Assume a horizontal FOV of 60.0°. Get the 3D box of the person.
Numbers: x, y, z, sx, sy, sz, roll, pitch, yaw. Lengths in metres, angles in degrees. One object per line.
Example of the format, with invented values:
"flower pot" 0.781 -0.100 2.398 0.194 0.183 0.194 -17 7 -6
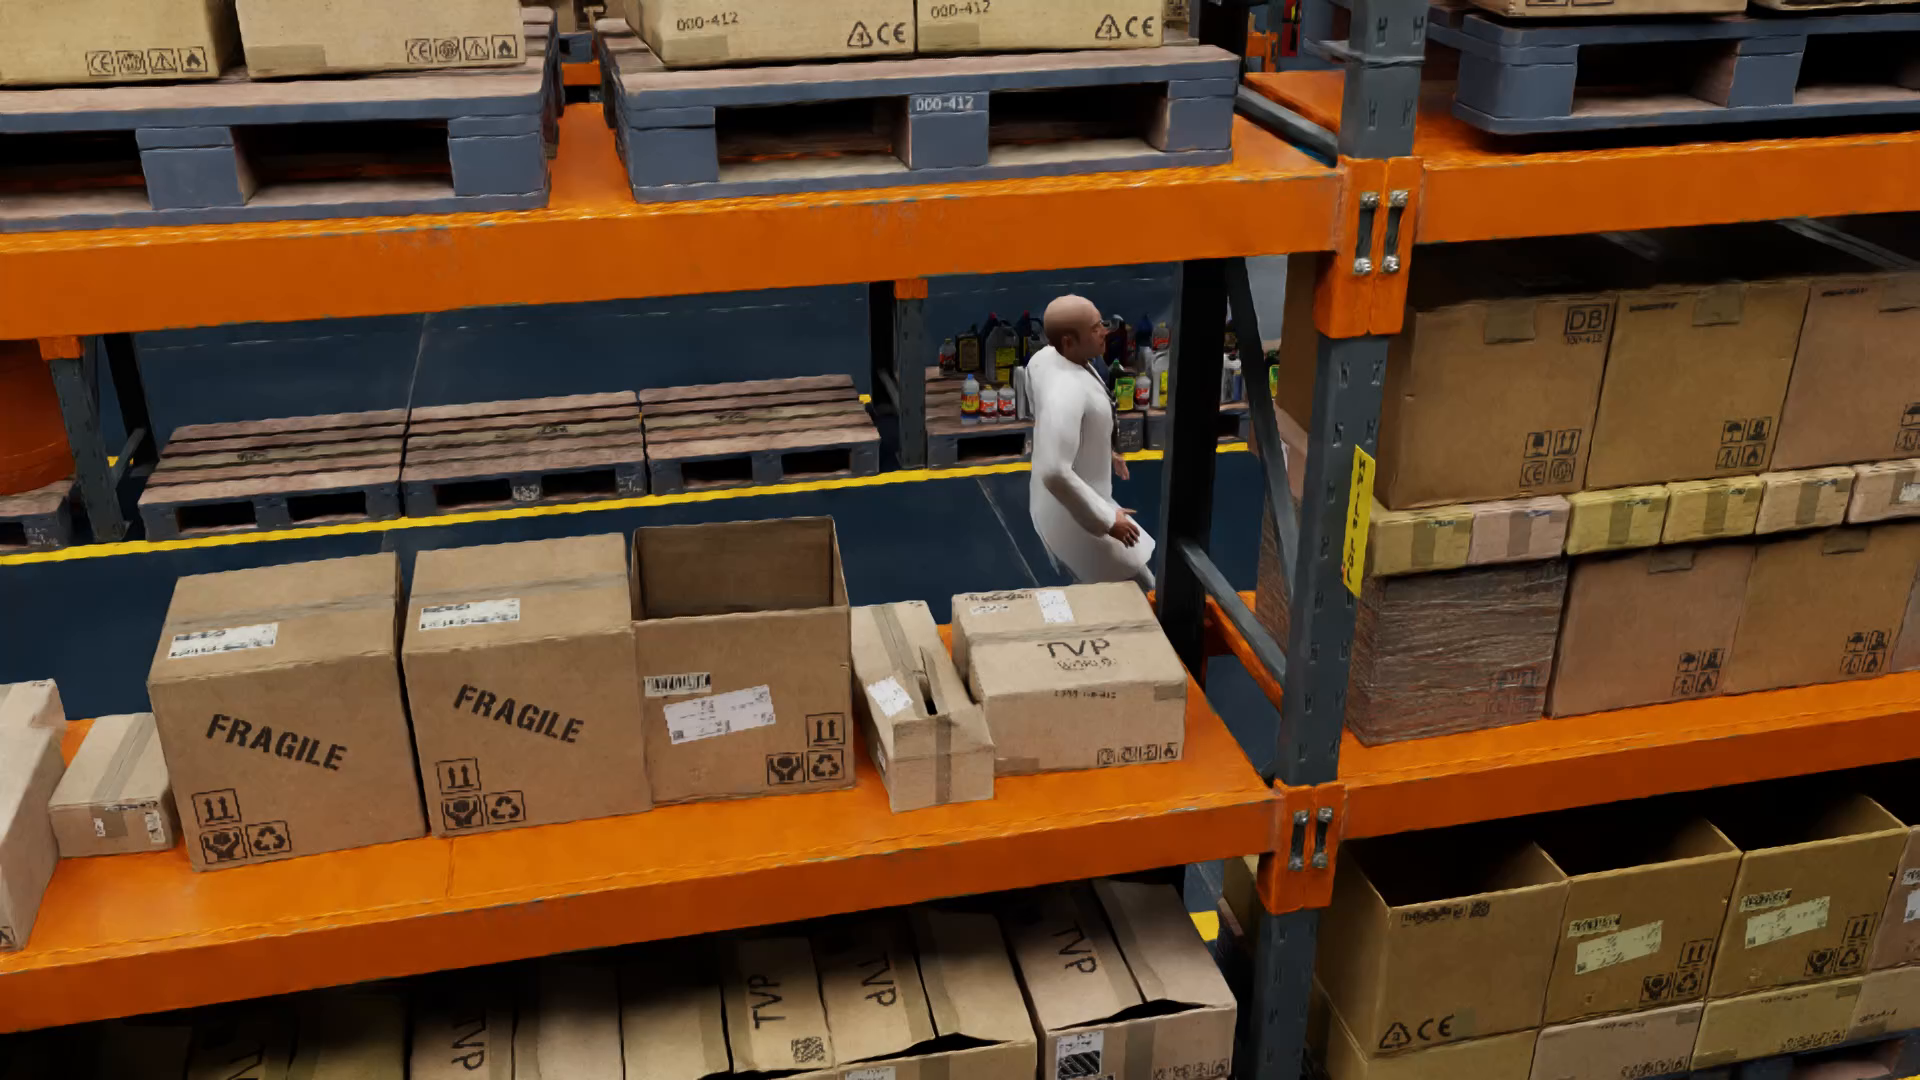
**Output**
"person" 0.478 -0.111 6.391 0.519 1.749 0.786 -6 27 -11
